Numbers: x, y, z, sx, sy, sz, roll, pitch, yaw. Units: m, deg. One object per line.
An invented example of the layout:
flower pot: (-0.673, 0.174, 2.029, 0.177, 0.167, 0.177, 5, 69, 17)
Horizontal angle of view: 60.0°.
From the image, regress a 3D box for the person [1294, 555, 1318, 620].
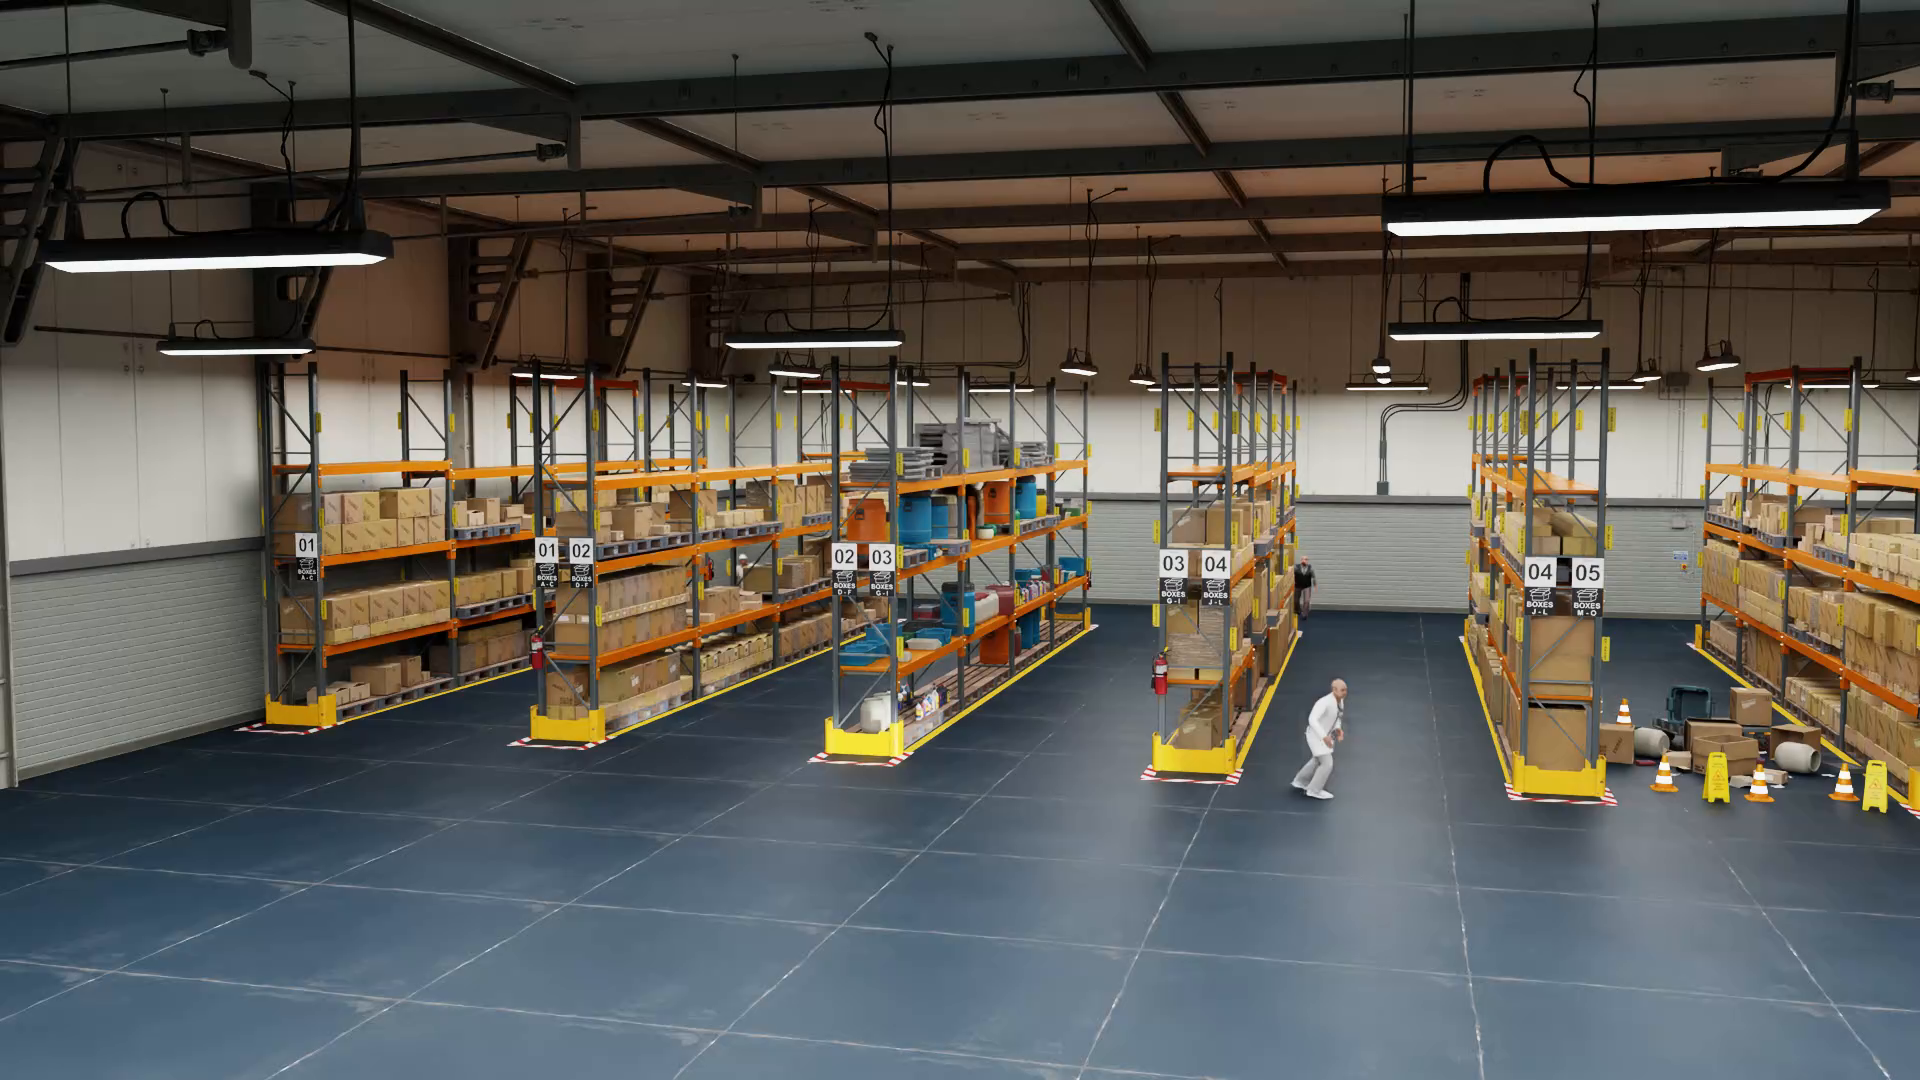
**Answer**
person: (8.768, 1.202, 42.430, 0.704, 1.656, 0.823, 1, 4, 10)

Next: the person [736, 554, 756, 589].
person: (-5.395, 1.194, 42.256, 0.731, 1.676, 0.779, 0, 4, -4)

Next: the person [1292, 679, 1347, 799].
person: (4.783, 2.628, 22.192, 0.870, 1.640, 0.751, 3, 5, 35)
